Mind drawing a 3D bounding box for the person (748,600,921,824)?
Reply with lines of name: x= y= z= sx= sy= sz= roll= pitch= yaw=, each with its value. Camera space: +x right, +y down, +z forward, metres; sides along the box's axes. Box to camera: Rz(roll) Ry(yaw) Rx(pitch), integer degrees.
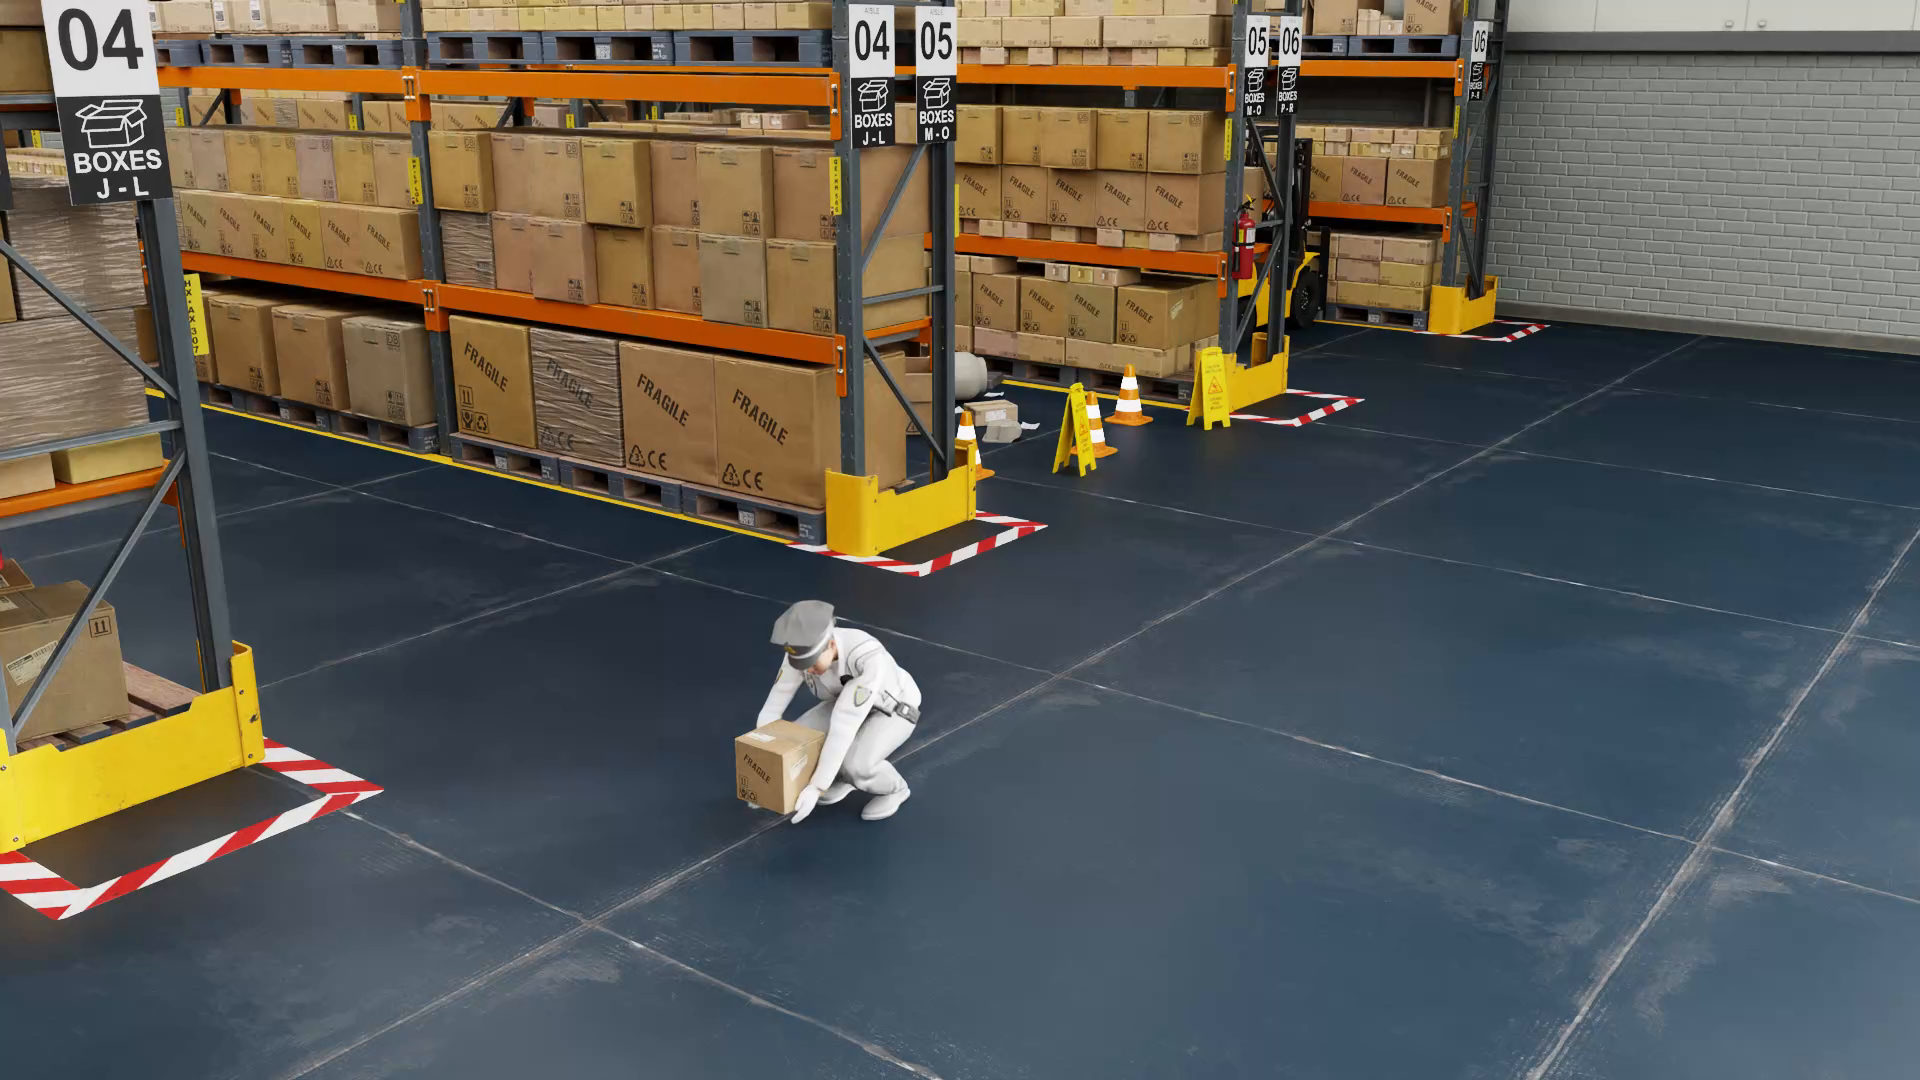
person: x=-0.493 y=0.652 z=6.609 sx=0.502 sy=0.966 sz=0.817 roll=12 pitch=20 yaw=35
